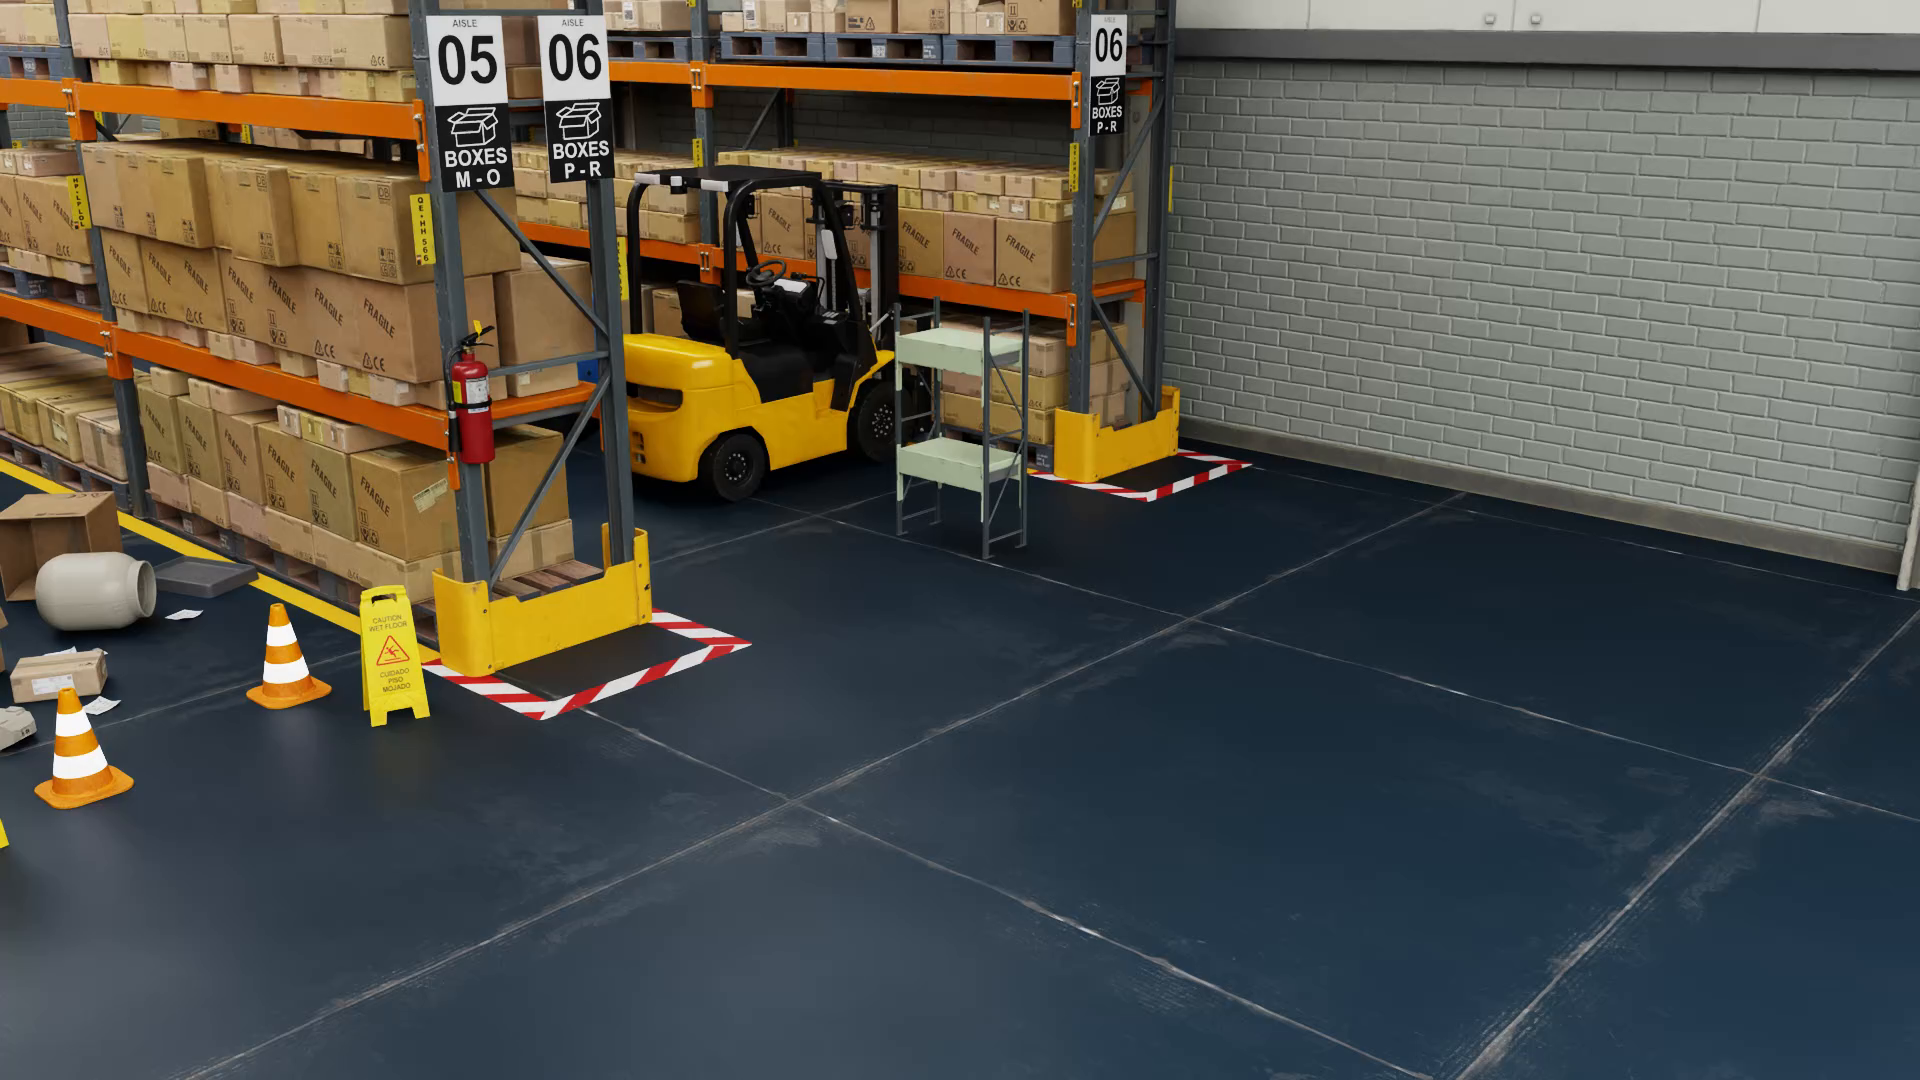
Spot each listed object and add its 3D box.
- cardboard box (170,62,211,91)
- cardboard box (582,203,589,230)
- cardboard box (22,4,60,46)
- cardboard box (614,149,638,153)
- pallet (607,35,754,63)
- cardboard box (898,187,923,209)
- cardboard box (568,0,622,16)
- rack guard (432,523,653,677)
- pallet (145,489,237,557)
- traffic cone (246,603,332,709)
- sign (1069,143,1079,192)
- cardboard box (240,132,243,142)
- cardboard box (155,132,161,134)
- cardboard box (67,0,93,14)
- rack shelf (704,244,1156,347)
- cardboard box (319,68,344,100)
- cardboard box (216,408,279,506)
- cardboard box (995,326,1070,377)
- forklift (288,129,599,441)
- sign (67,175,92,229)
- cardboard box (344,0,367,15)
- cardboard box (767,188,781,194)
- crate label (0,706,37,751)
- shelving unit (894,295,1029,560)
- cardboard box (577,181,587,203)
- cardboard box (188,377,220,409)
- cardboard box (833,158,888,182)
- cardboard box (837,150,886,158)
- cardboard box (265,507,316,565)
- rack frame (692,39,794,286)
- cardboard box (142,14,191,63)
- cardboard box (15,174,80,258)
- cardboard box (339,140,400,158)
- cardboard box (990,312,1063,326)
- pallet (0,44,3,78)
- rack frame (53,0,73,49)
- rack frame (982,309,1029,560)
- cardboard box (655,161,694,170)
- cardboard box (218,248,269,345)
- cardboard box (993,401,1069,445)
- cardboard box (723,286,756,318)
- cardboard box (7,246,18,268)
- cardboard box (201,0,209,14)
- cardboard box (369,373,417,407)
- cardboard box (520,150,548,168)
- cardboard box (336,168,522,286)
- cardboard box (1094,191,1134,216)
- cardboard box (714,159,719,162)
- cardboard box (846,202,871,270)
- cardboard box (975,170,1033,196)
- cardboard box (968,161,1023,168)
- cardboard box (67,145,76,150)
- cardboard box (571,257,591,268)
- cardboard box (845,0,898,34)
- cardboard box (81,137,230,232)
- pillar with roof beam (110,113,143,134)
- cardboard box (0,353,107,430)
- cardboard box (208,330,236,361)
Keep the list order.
[{"bbox_3d":[-4.154,-2.594,9.283,0.250,0.149,0.380,14,23,38],"label":"cardboard box"},{"bbox_3d":[-3.120,-2.981,15.295,0.500,0.250,0.500,15,23,40],"label":"cardboard box"},{"bbox_3d":[-5.664,-3.324,10.720,0.500,0.250,0.500,14,23,38],"label":"cardboard box"},{"bbox_3d":[-3.292,-3.641,15.888,0.250,0.149,0.380,16,24,41],"label":"cardboard box"},{"bbox_3d":[-2.507,-4.317,14.614,1.217,0.209,0.805,14,22,37],"label":"pallet"},{"bbox_3d":[-0.268,-2.616,12.659,0.250,0.149,0.380,15,23,40],"label":"cardboard box"},{"bbox_3d":[-3.116,-4.684,14.740,0.500,0.311,0.500,14,22,37],"label":"cardboard box"},{"bbox_3d":[-2.196,0.299,8.844,0.348,0.500,1.175,15,23,39],"label":"rack guard"},{"bbox_3d":[-4.605,-0.225,10.971,1.213,0.211,1.003,15,23,39],"label":"pallet"},{"bbox_3d":[-3.317,0.537,8.154,0.334,0.463,0.336,15,23,39],"label":"traffic cone"},{"bbox_3d":[0.783,-2.546,11.370,0.005,0.325,0.100,15,23,39],"label":"sign"},{"bbox_3d":[-8.759,-5.198,20.547,0.500,0.500,0.500,14,23,38],"label":"cardboard box"},{"bbox_3d":[-10.294,-5.252,21.957,0.500,0.250,0.500,16,24,41],"label":"cardboard box"},{"bbox_3d":[-5.112,-3.234,9.980,0.250,0.149,0.380,15,23,38],"label":"cardboard box"},{"bbox_3d":[-0.343,-2.060,13.333,4.000,0.370,1.077,15,23,39],"label":"rack shelf"},{"bbox_3d":[-2.975,-2.299,8.355,0.250,0.149,0.380,16,24,41],"label":"cardboard box"},{"bbox_3d":[-4.074,-0.539,9.962,0.500,0.500,0.500,17,24,42],"label":"cardboard box"},{"bbox_3d":[0.602,-1.389,12.229,0.500,0.250,0.500,16,24,41],"label":"cardboard box"},{"bbox_3d":[-4.431,-2.278,12.946,3.031,2.935,1.130,2,18,7],"label":"forklift"},{"bbox_3d":[-5.496,-2.106,10.376,0.005,0.325,0.100,15,23,39],"label":"sign"},{"bbox_3d":[-2.755,-2.629,8.076,0.250,0.149,0.380,16,23,40],"label":"cardboard box"},{"bbox_3d":[-1.367,-2.940,13.679,0.250,0.149,0.380,15,23,39],"label":"cardboard box"},{"bbox_3d":[-4.428,0.868,7.650,0.298,0.136,0.250,4,18,11],"label":"crate label"},{"bbox_3d":[0.005,-0.714,10.381,0.755,1.500,0.431,15,23,39],"label":"shelving unit"},{"bbox_3d":[-3.144,-3.218,15.213,0.500,0.250,0.500,16,23,40],"label":"cardboard box"},{"bbox_3d":[-4.429,-0.916,10.078,0.250,0.149,0.380,16,24,41],"label":"cardboard box"},{"bbox_3d":[-0.781,-2.931,13.160,0.250,0.149,0.380,15,23,39],"label":"cardboard box"},{"bbox_3d":[-0.804,-3.161,13.885,0.250,0.149,0.380,14,23,38],"label":"cardboard box"},{"bbox_3d":[-3.699,-0.078,9.750,0.500,0.250,0.500,14,22,37],"label":"cardboard box"},{"bbox_3d":[-1.839,-2.804,14.490,0.127,3.000,1.000,15,23,39],"label":"rack frame"},{"bbox_3d":[-4.225,-2.825,9.353,0.500,0.250,0.500,15,23,40],"label":"cardboard box"},{"bbox_3d":[-6.000,-2.210,11.266,0.500,0.500,0.500,15,23,40],"label":"cardboard box"},{"bbox_3d":[-6.174,-4.143,17.842,0.637,0.503,0.797,14,23,38],"label":"cardboard box"},{"bbox_3d":[0.543,-1.606,12.913,0.500,0.250,0.500,15,23,39],"label":"cardboard box"},{"bbox_3d":[-6.299,-3.376,11.644,1.003,0.211,1.213,15,23,39],"label":"pallet"},{"bbox_3d":[-5.131,-4.540,10.041,0.127,3.000,1.000,15,23,39],"label":"rack frame"},{"bbox_3d":[0.279,-0.640,10.149,0.023,1.500,0.400,15,23,39],"label":"rack frame"},{"bbox_3d":[-2.447,-3.227,14.585,0.250,0.149,0.380,15,23,38],"label":"cardboard box"},{"bbox_3d":[-3.838,-1.422,9.478,0.500,0.500,0.500,15,23,40],"label":"cardboard box"},{"bbox_3d":[0.592,-0.914,12.383,0.500,0.250,0.500,15,23,40],"label":"cardboard box"},{"bbox_3d":[-1.685,-2.002,14.161,0.500,0.250,0.500,15,23,38],"label":"cardboard box"},{"bbox_3d":[-6.452,-2.010,11.708,0.250,0.149,0.380,15,23,39],"label":"cardboard box"},{"bbox_3d":[-3.894,-2.940,9.056,0.250,0.149,0.380,16,23,40],"label":"cardboard box"},{"bbox_3d":[-2.824,-0.810,8.621,0.250,0.149,0.380,15,23,39],"label":"cardboard box"},{"bbox_3d":[-3.966,-3.641,15.889,0.250,0.149,0.380,15,23,40],"label":"cardboard box"},{"bbox_3d":[-2.666,-1.597,8.374,0.500,0.500,0.700,14,23,38],"label":"cardboard box"},{"bbox_3d":[1.072,-2.485,12.245,0.250,0.149,0.380,14,23,38],"label":"cardboard box"},{"bbox_3d":[-2.125,-3.346,14.959,0.250,0.149,0.380,14,22,37],"label":"cardboard box"},{"bbox_3d":[-0.538,-2.396,13.037,0.500,0.500,0.500,15,23,40],"label":"cardboard box"},{"bbox_3d":[0.327,-2.613,12.157,0.250,0.149,0.380,16,23,40],"label":"cardboard box"},{"bbox_3d":[0.275,-2.826,12.828,0.250,0.149,0.380,16,24,41],"label":"cardboard box"},{"bbox_3d":[-6.128,-2.749,11.890,0.250,0.149,0.380,17,24,42],"label":"cardboard box"},{"bbox_3d":[-3.879,-2.418,16.504,0.625,0.625,0.875,16,24,41],"label":"cardboard box"},{"bbox_3d":[-0.452,-4.116,12.634,0.637,0.503,0.797,16,24,41],"label":"cardboard box"},{"bbox_3d":[-4.945,-2.209,10.304,0.500,0.500,0.700,15,23,39],"label":"cardboard box"},{"bbox_3d":[-15.090,-7.845,20.453,0.400,9.000,9.100,15,23,39],"label":"pillar with roof beam"},{"bbox_3d":[-7.149,-1.169,12.988,0.625,0.372,0.950,14,23,38],"label":"cardboard box"},{"bbox_3d":[-4.157,-1.166,9.743,0.250,0.149,0.380,15,23,40],"label":"cardboard box"}]
